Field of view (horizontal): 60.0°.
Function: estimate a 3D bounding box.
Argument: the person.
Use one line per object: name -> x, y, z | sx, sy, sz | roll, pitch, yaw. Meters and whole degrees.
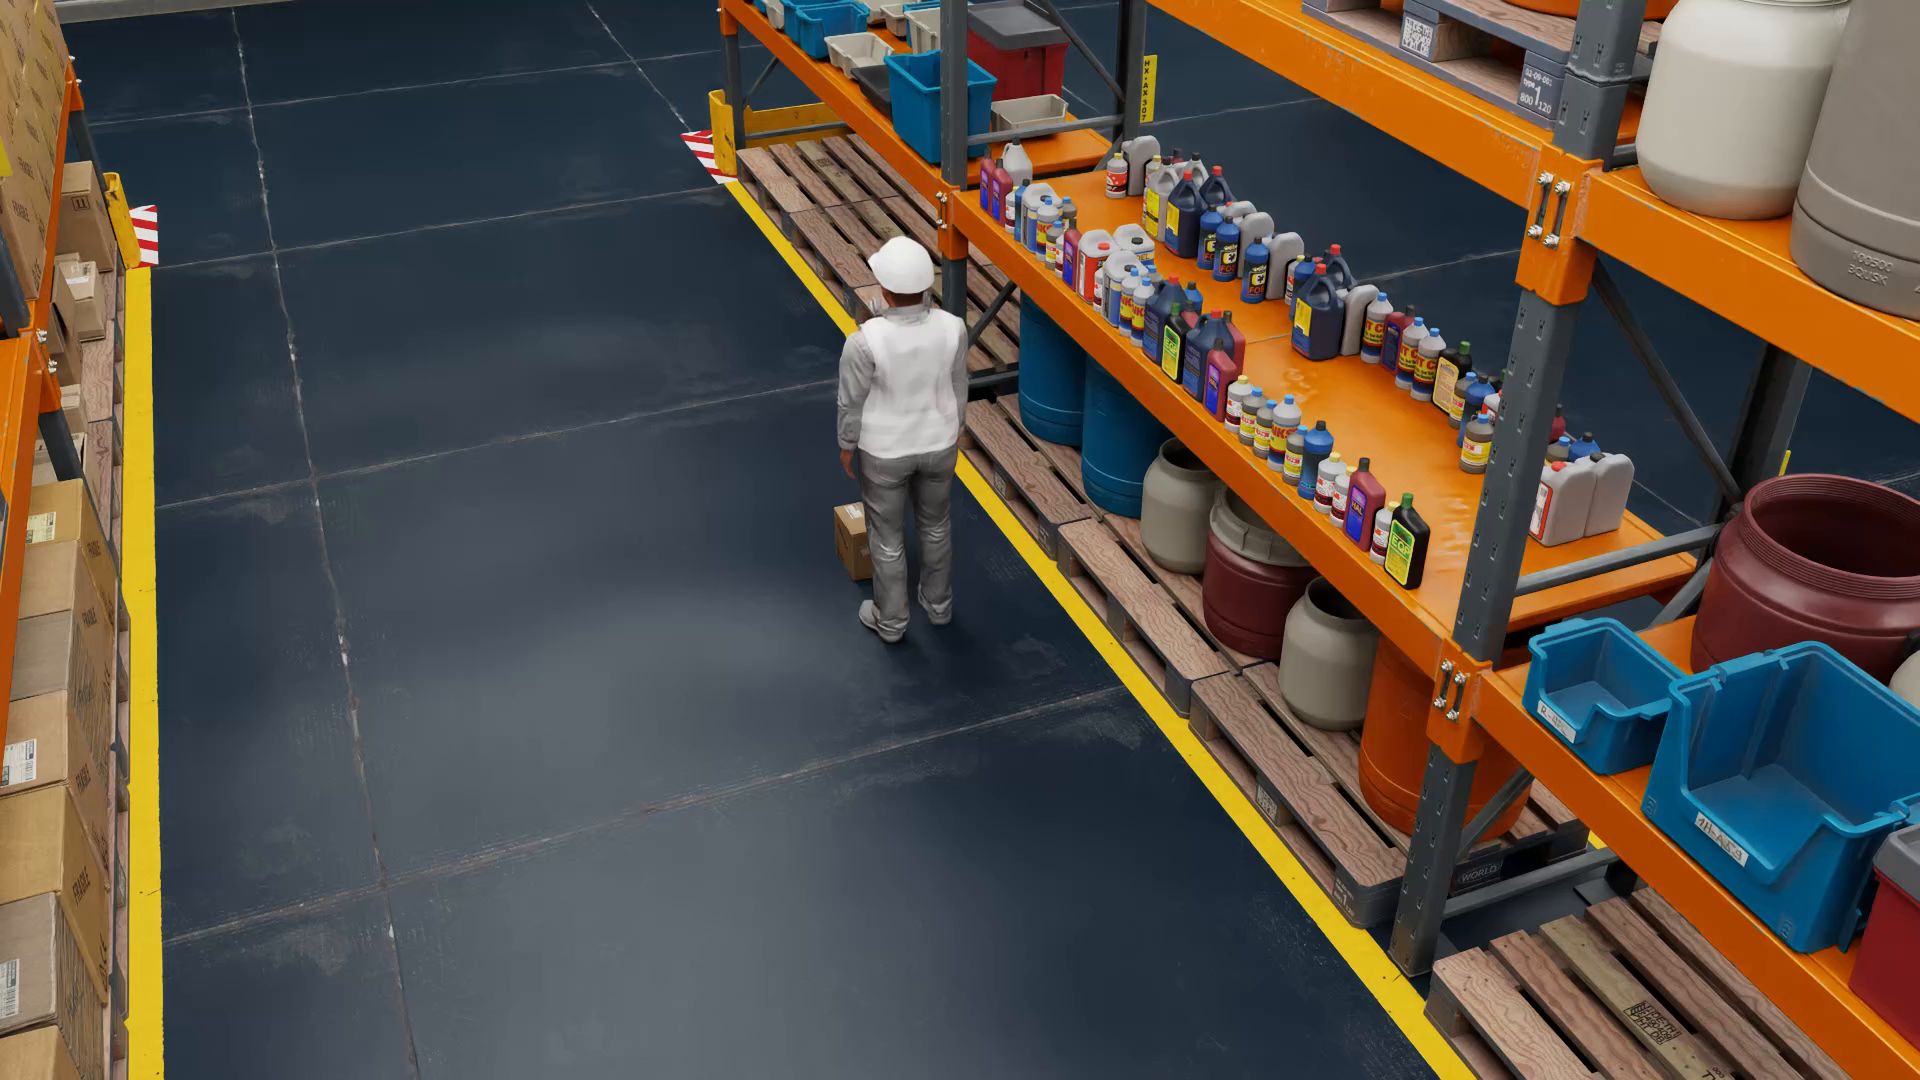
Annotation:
person -> -0.236, -0.401, 6.729 | 0.542, 1.776, 0.367 | -12, 35, -18
